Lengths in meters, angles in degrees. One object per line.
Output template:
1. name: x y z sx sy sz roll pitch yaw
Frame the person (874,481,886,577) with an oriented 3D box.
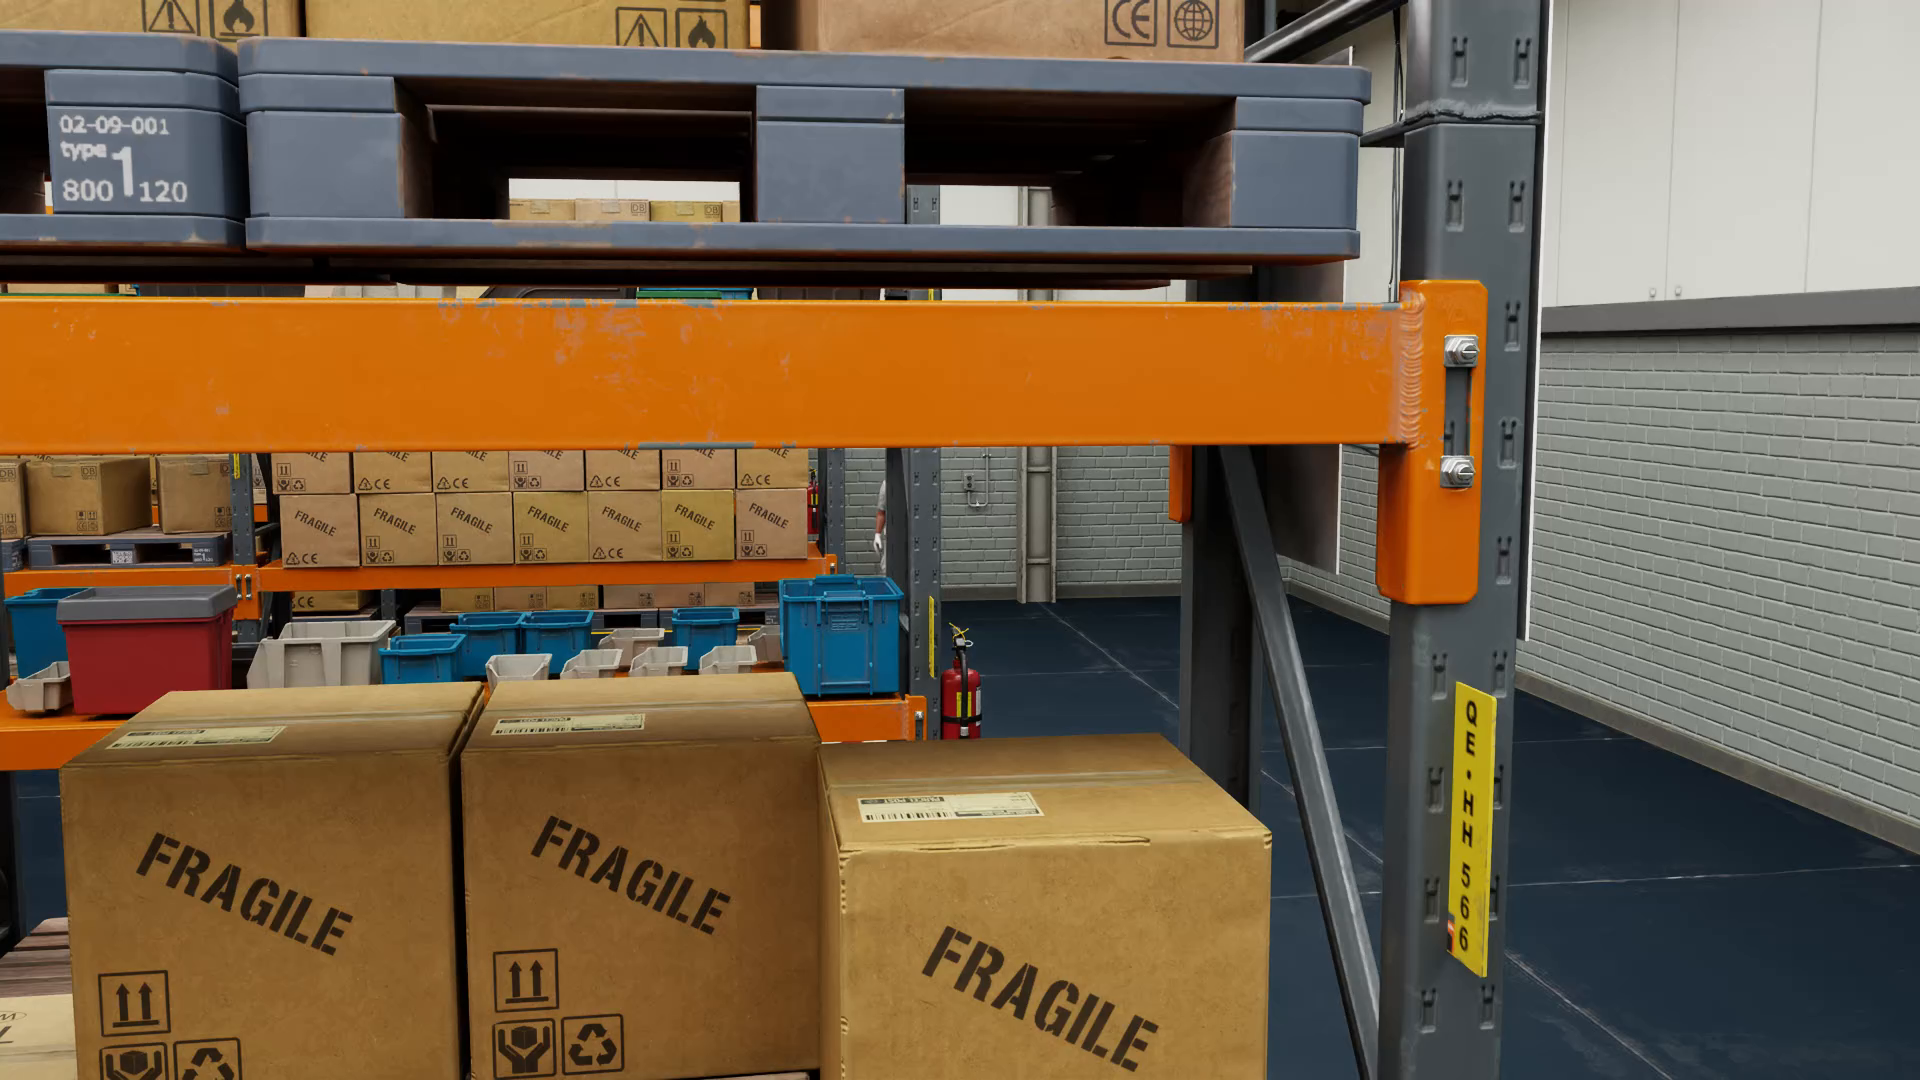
1. person: -0.565 0.003 16.644 0.616 1.772 0.452 2 7 16
